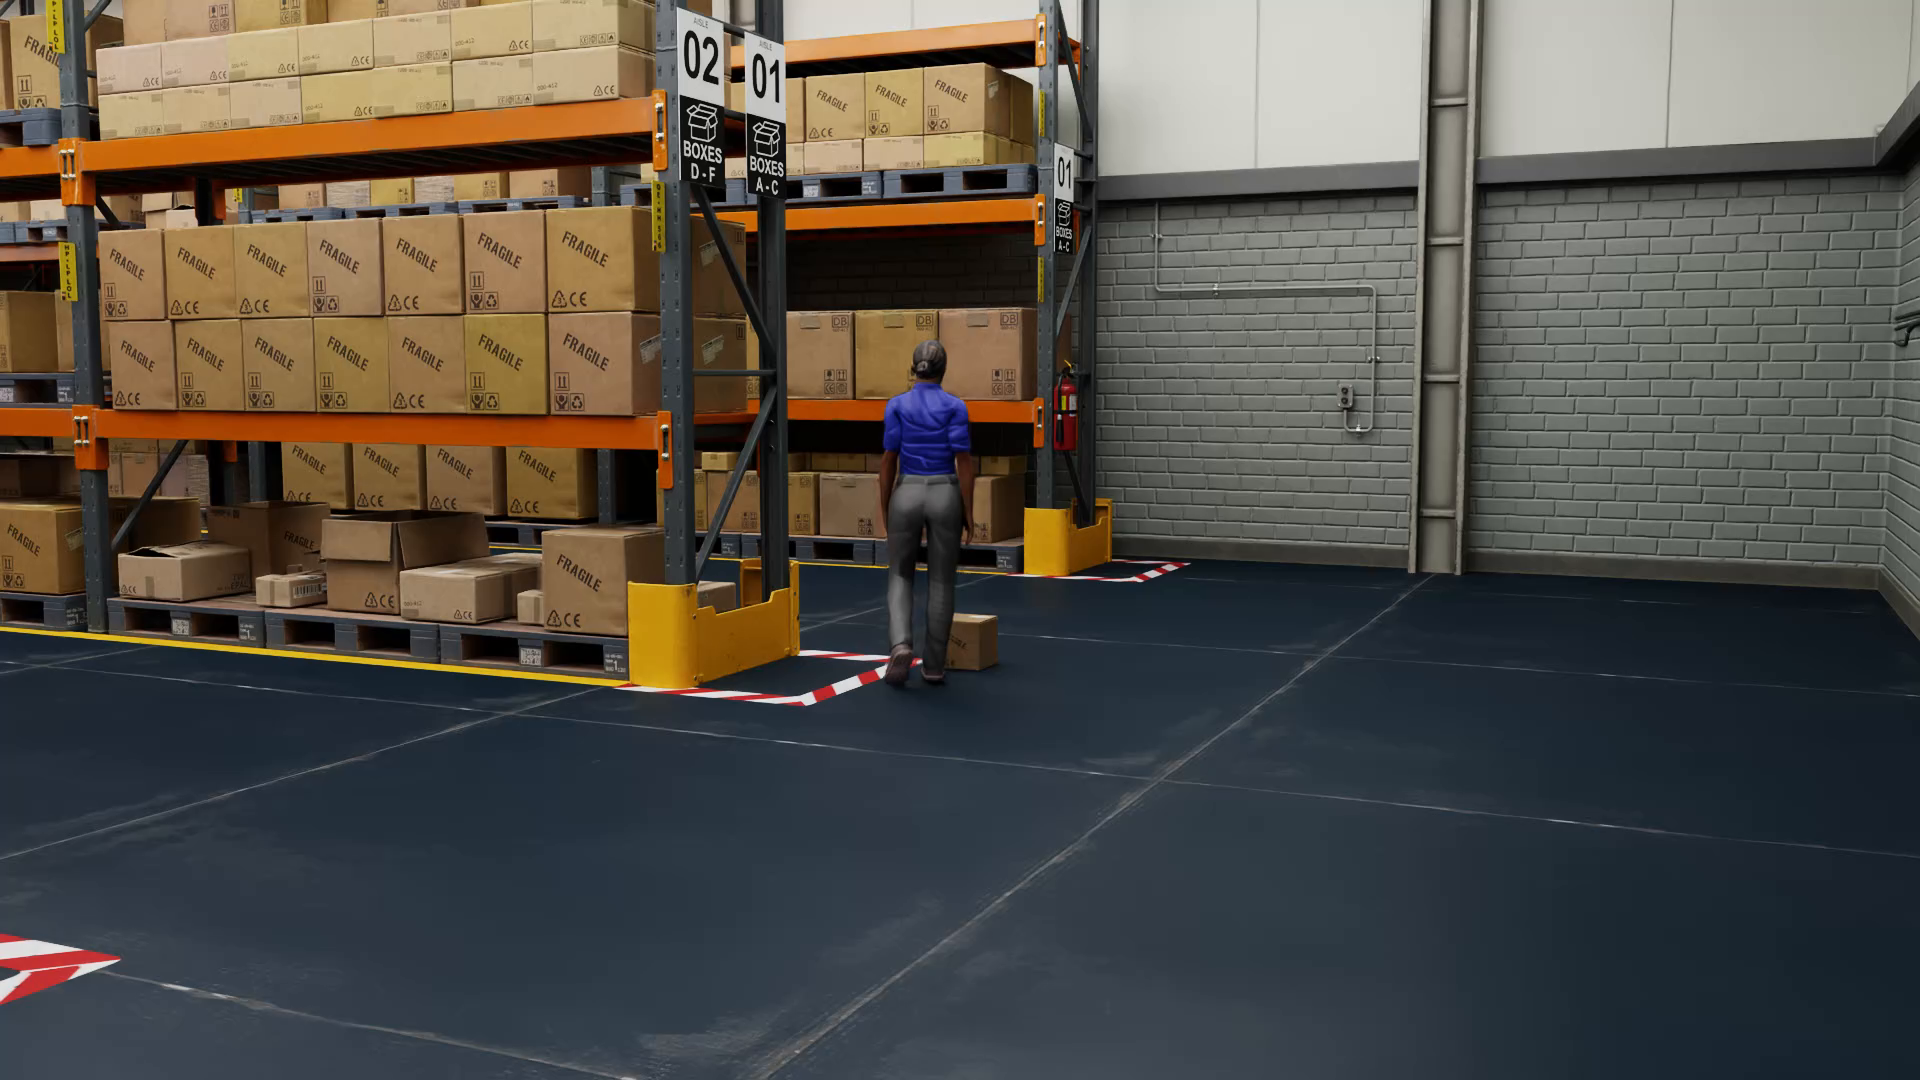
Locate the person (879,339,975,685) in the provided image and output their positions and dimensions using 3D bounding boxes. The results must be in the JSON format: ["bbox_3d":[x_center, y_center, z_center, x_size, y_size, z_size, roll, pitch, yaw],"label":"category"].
[{"bbox_3d":[-0.159,-0.128,8.042,0.463,1.673,0.505,0,6,3],"label":"person"}]
